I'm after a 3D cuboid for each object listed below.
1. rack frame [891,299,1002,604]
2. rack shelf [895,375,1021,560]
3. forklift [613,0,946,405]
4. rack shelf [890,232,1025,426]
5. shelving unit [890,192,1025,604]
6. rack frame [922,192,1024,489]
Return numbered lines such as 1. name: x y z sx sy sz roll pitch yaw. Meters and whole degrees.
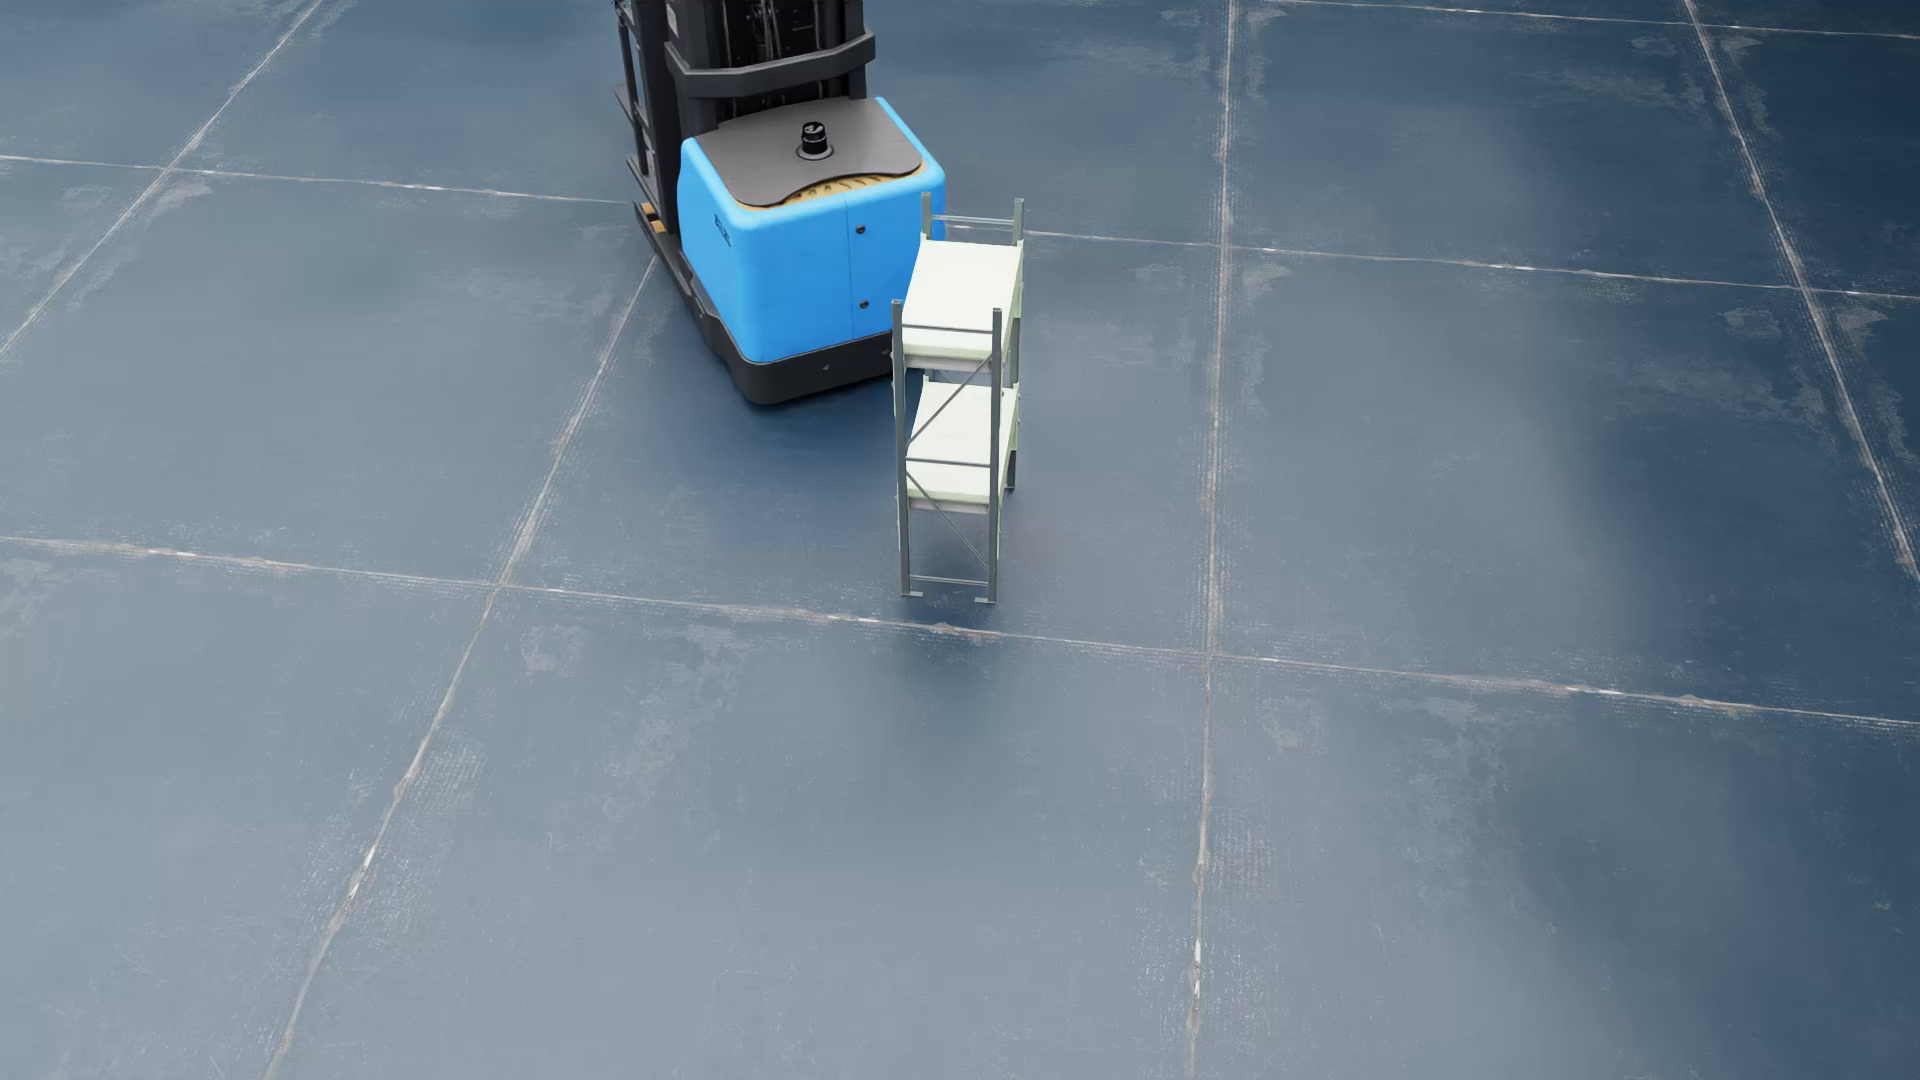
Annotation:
1. rack frame: -0.048 -0.300 6.498 0.400 1.500 0.023 5 44 6
2. rack shelf: 0.001 -0.312 6.985 0.431 0.370 0.720 5 44 6
3. forklift: -1.111 -2.723 8.016 1.130 2.935 3.031 -17 46 -17
4. rack shelf: 0.001 -0.833 6.493 0.431 0.370 0.720 5 44 6
5. shelving unit: 0.001 -0.549 6.761 0.431 1.500 0.755 5 44 6
6. rack frame: 0.049 -0.799 7.025 0.400 1.500 0.023 5 44 6
